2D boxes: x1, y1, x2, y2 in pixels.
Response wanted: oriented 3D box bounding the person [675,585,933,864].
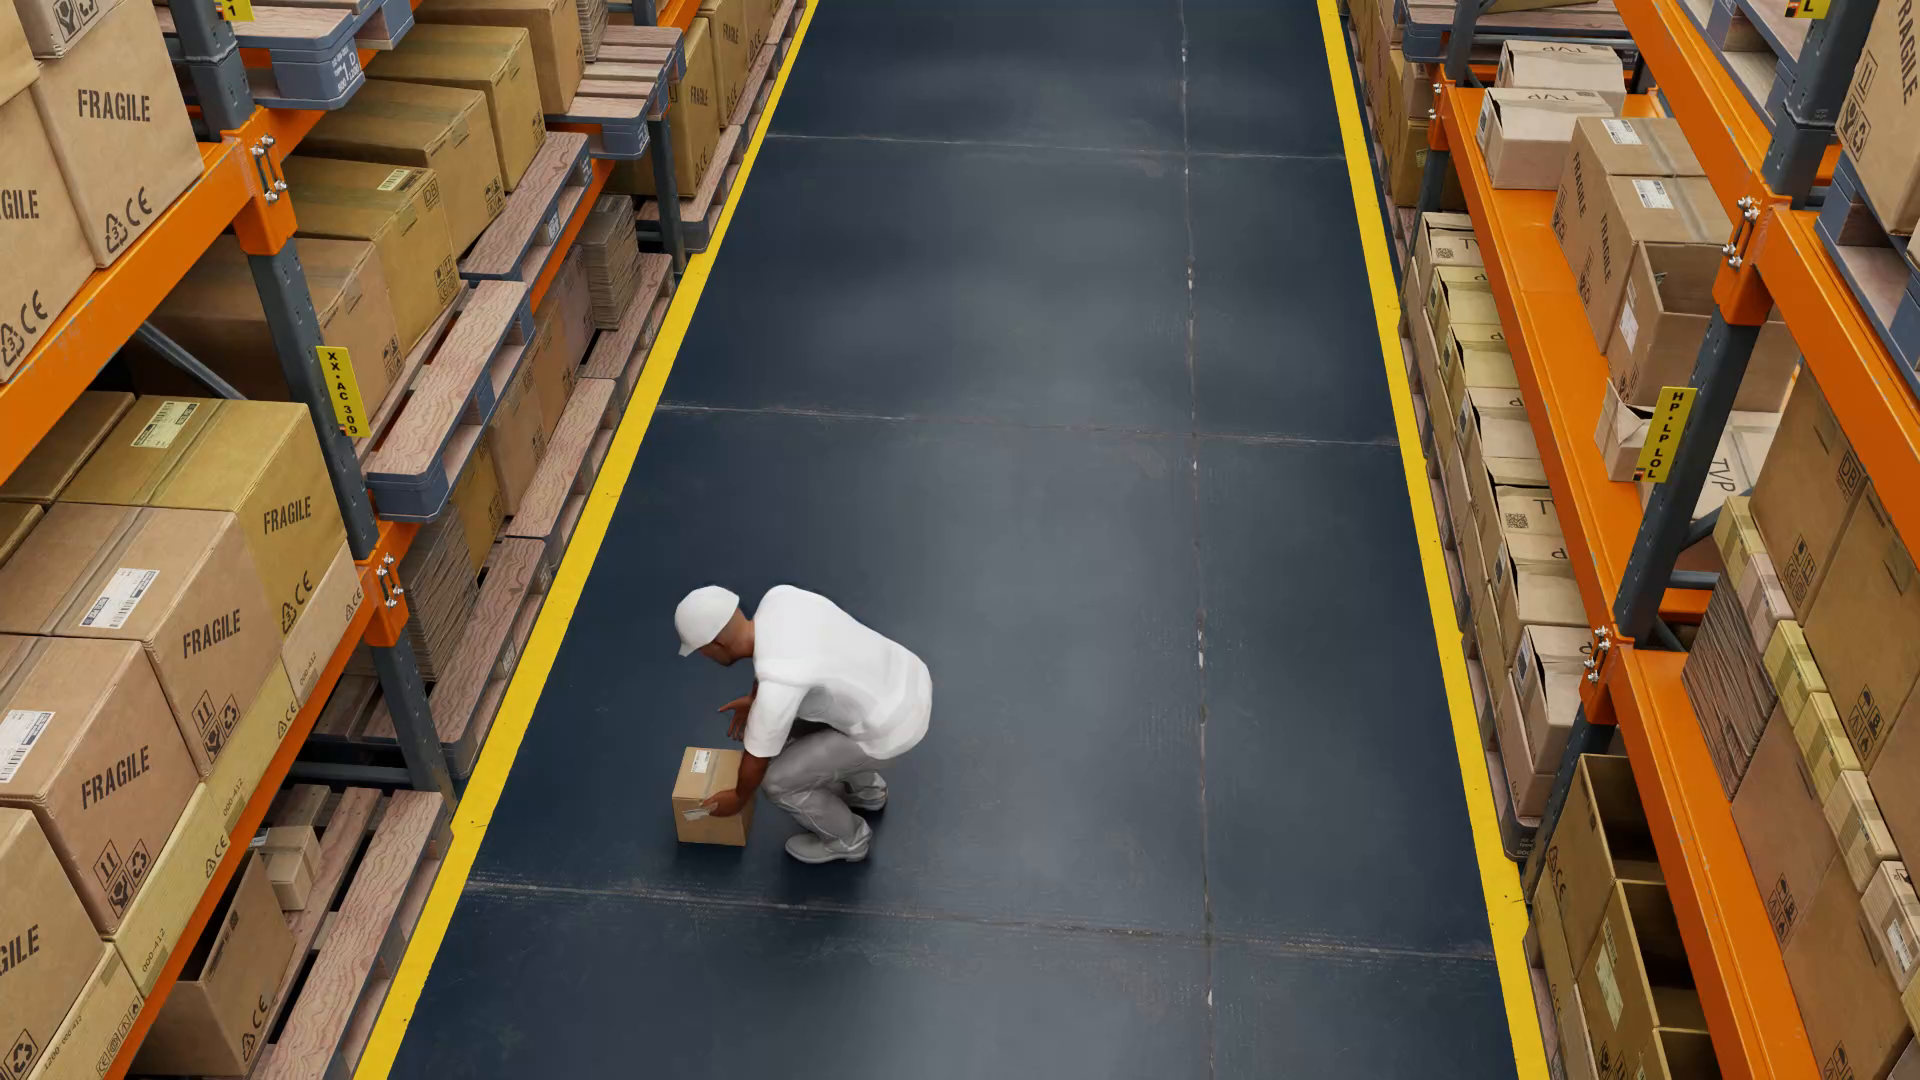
[{"bbox_3d":[-0.525,0.639,5.819,0.847,1.196,0.619,3,40,4],"label":"person"}]
